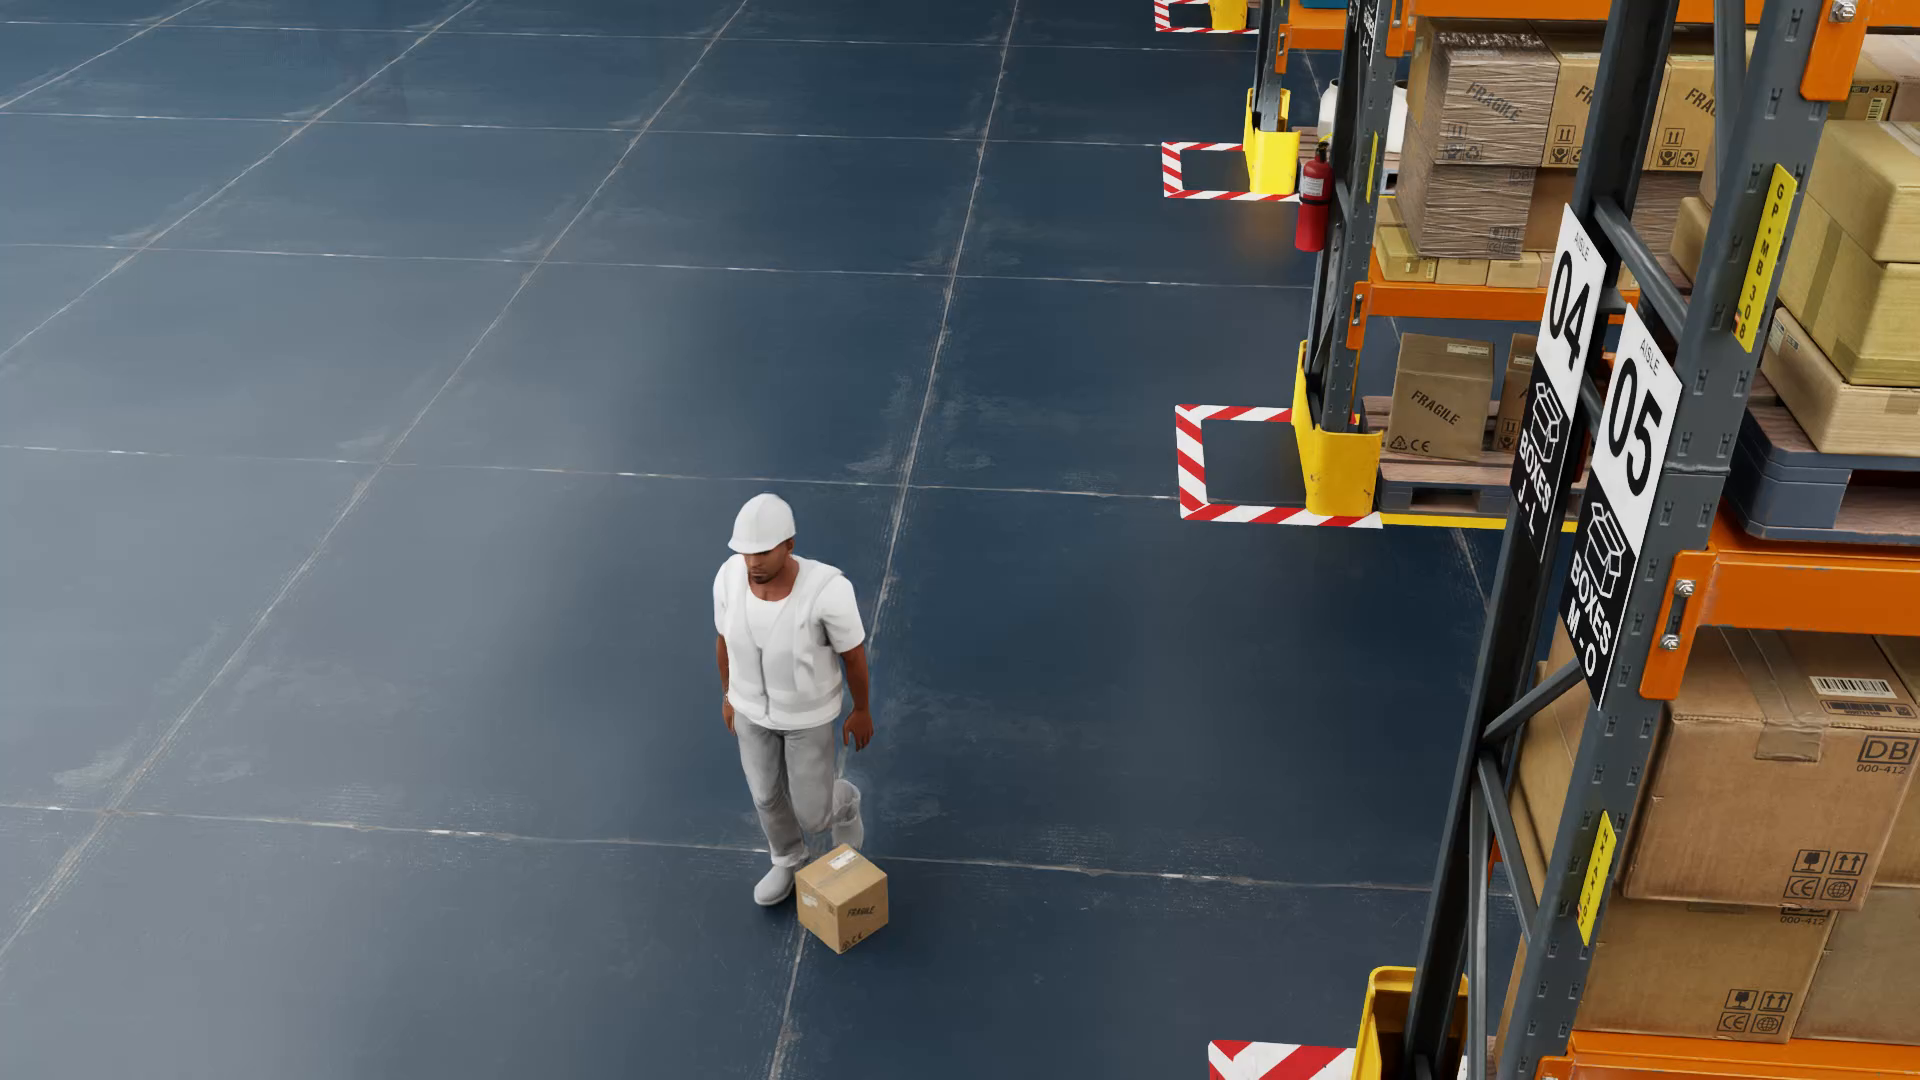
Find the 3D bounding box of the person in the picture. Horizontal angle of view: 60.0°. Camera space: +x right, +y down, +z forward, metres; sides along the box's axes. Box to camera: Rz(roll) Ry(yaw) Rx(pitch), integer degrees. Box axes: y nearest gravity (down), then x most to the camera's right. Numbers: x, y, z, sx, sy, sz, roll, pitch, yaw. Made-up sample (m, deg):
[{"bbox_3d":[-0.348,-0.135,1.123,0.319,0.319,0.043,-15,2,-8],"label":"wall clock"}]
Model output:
[{"bbox_3d":[-0.600,0.577,6.139,0.596,1.756,0.528,11,34,18],"label":"person"}]
